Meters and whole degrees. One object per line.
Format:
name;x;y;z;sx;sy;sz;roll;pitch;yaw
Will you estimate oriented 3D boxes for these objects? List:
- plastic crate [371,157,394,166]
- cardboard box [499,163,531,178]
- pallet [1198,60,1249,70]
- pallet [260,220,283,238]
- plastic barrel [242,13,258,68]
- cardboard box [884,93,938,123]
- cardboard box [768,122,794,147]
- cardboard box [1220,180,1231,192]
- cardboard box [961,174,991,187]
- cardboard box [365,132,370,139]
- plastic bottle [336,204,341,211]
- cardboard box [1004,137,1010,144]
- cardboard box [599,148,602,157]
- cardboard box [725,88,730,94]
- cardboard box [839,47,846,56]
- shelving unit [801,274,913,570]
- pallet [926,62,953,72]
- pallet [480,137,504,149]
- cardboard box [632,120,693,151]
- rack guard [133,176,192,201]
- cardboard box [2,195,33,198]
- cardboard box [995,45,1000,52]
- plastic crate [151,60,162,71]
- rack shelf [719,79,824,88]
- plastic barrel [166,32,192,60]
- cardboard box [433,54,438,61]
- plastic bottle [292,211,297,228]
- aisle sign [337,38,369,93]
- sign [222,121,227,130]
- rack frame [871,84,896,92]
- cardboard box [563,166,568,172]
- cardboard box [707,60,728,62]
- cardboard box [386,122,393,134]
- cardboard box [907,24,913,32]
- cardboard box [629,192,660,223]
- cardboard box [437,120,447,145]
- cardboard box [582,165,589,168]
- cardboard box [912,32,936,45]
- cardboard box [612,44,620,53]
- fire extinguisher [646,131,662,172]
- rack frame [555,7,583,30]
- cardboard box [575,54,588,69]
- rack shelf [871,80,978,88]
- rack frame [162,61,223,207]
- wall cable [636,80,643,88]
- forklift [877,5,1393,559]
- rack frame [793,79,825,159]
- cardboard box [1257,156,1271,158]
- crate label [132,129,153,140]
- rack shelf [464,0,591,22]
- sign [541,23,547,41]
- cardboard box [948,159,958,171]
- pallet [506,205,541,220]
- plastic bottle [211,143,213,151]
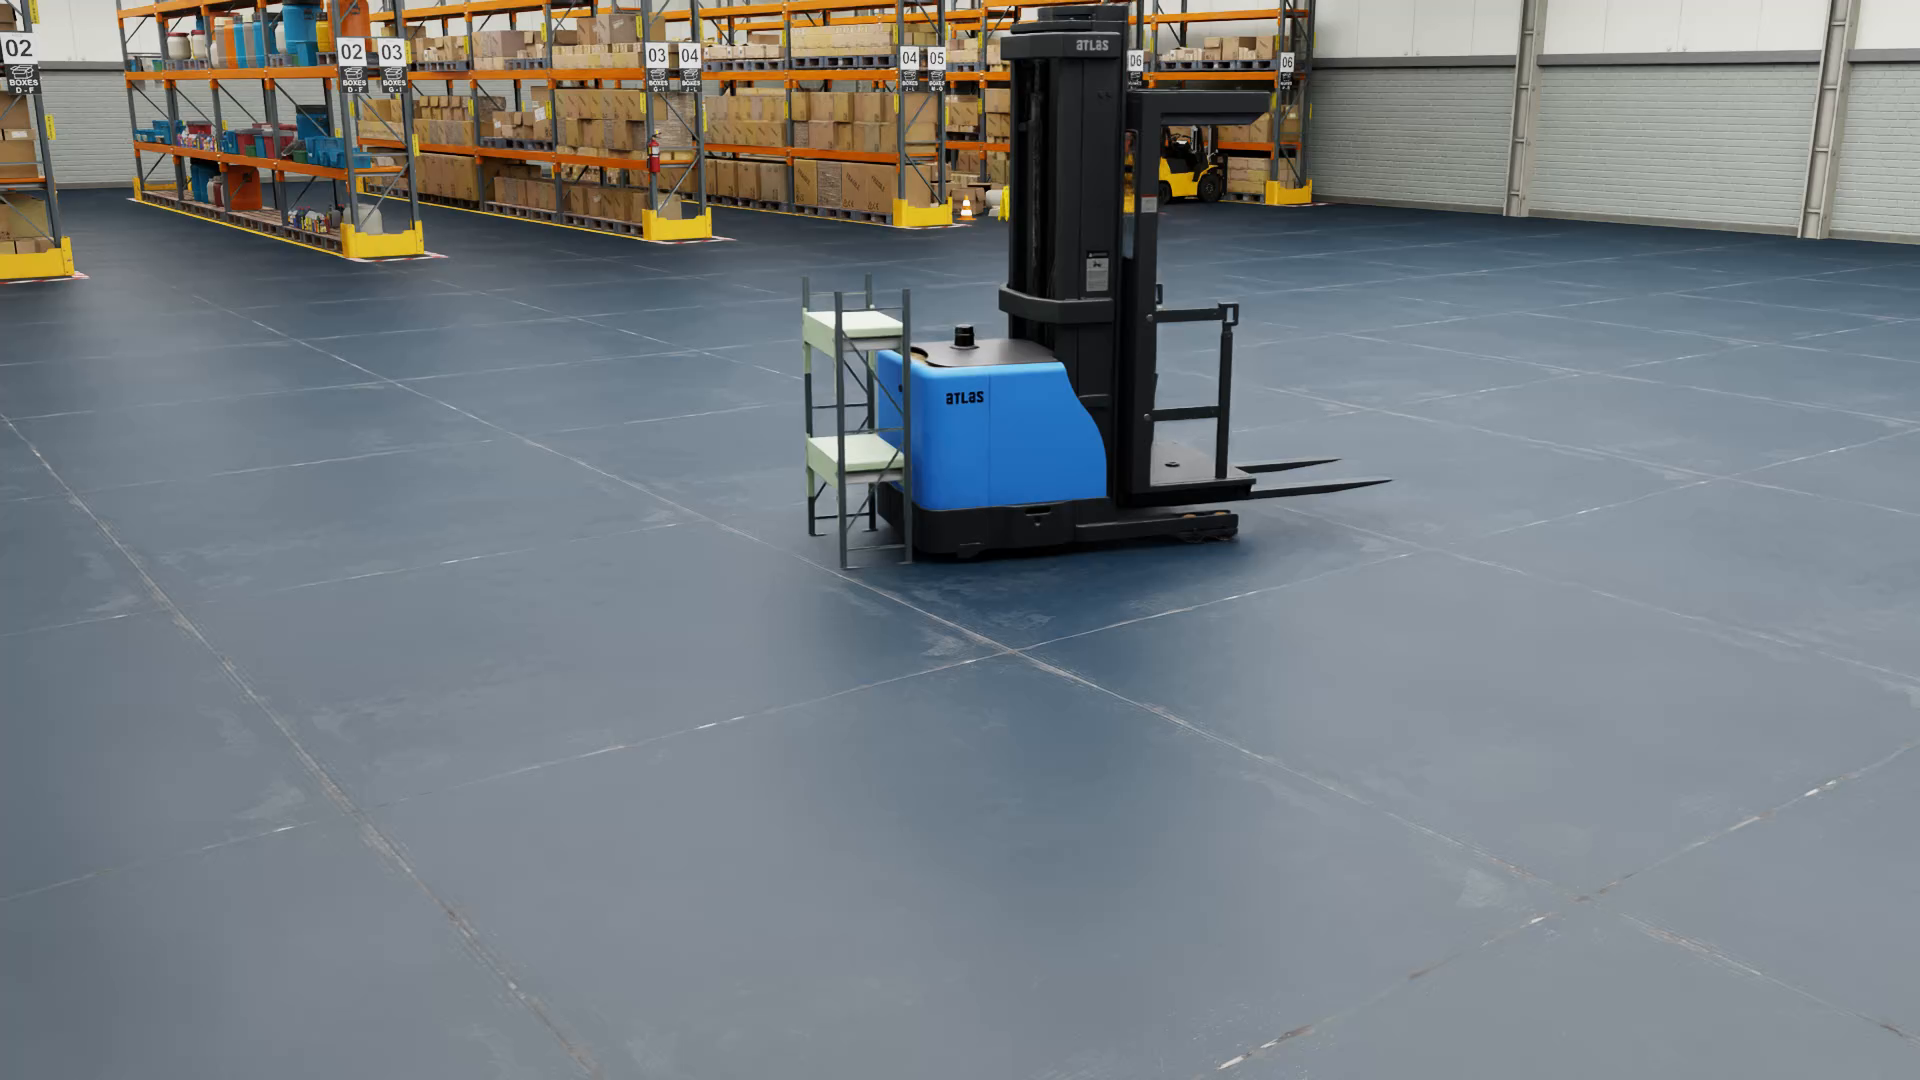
plastic crate;-9.051;-5.939;26.094;0.298;0.136;0.250;-11;19;-35
cardboard box;-9.065;-7.532;33.896;0.500;0.250;0.500;-10;18;-32
pallet;6.134;-10.724;37.560;1.003;0.211;1.213;-11;19;-35
pallet;-11.630;-5.496;29.258;1.003;0.211;1.213;-11;19;-35
plastic barrel;-11.996;-8.583;28.621;0.600;0.901;0.600;0;15;0
cardboard box;-0.894;-8.021;30.870;0.875;0.550;0.550;-11;19;-35
cardboard box;-3.582;-8.315;34.084;0.500;0.500;0.500;-11;19;-35
cardboard box;6.147;-8.047;37.709;0.500;0.250;0.500;-11;19;-34
cardboard box;0.575;-8.033;37.427;0.950;0.372;0.625;-11;19;-34
cardboard box;-13.942;-9.653;39.640;0.380;0.149;0.250;-11;19;-36
plastic bottle;-10.525;-5.521;28.252;0.144;0.351;0.185;-11;19;-36
cardboard box;1.182;-8.650;35.976;0.380;0.149;0.250;-11;19;-35
cardboard box;-6.171;-6.870;29.471;0.380;0.149;0.250;-11;19;-35
cardboard box;-6.186;-12.274;45.425;0.380;0.149;0.250;-10;18;-33
cardboard box;-2.073;-9.263;31.547;0.380;0.149;0.250;-11;19;-34
shelving unit;-0.572;-0.671;9.185;0.431;1.500;0.755;-5;16;-18
pallet;-0.004;-10.712;37.706;1.213;0.211;1.003;-11;19;-35
pallet;-8.978;-8.074;33.758;1.213;0.211;1.003;-11;19;-35
cardboard box;-5.080;-6.908;28.379;0.875;0.500;0.500;-11;19;-35
rack guard;-18.217;-8.039;38.002;1.175;0.500;0.348;-11;19;-35
cardboard box;-13.809;-4.765;24.297;0.500;0.500;0.500;-11;19;-35
cardboard box;0.983;-10.528;35.643;0.380;0.149;0.250;-10;18;-33
plastic crate;-16.634;-9.899;34.696;0.416;0.233;0.300;-11;19;-35
rack shelf;-4.995;-12.222;44.229;1.077;0.370;4.000;-11;19;-35
plastic barrel;-15.734;-9.951;33.518;0.433;0.535;0.433;0;15;0
cardboard box;-11.080;-10.344;35.684;0.380;0.149;0.250;-12;19;-37
plastic bottle;-11.092;-5.377;27.866;0.152;0.276;0.135;-10;18;-33
aisle sign;-8.983;-7.018;24.610;0.394;0.787;0.004;-11;19;-35
sign;-15.395;-8.606;34.814;0.100;0.325;0.005;-11;19;-35
rack frame;-2.158;-12.320;48.908;1.000;3.000;0.127;-11;19;-35
cardboard box;-10.015;-9.578;42.931;0.380;0.149;0.250;-10;18;-32
cardboard box;-5.532;-10.709;37.150;0.500;0.500;0.500;-11;19;-35
cardboard box;-12.913;-9.500;38.326;0.500;0.250;0.500;-10;18;-33
cardboard box;-0.793;-9.478;30.821;0.380;0.149;0.250;-11;19;-34
cardboard box;-5.512;-5.849;29.205;0.500;0.500;0.500;-6;16;-20
cardboard box;-10.868;-8.744;35.653;0.500;0.500;0.500;-10;18;-33
cardboard box;-9.292;-9.431;41.829;0.380;0.149;0.250;-11;19;-34
cardboard box;-0.784;-9.254;30.759;0.500;0.250;0.500;-11;19;-35
cardboard box;-5.669;-8.337;28.201;0.380;0.149;0.250;-11;19;-34
fire extinguisher;-5.084;-6.461;27.647;0.296;0.674;0.183;-11;19;-35
rack frame;-10.115;-13.653;42.412;1.000;3.000;0.127;-11;19;-35
cardboard box;-6.475;-8.467;29.432;0.500;0.250;0.500;-12;19;-37
rack shelf;-0.982;-12.993;47.047;1.077;0.370;4.000;-11;19;-35
rack frame;-15.841;-8.388;34.540;1.000;3.000;0.127;-11;19;-35
wall cable;-9.505;-13.255;50.338;0.585;1.953;0.123;-11;19;-35
forklift;1.083;-1.520;9.579;3.031;2.935;1.130;-5;16;-18
rack frame;-3.819;-10.695;42.969;1.000;3.000;0.127;-11;19;-35
cardboard box;6.824;-8.500;37.471;0.500;0.250;0.500;-11;19;-34
crate label;-18.314;-9.086;37.296;0.416;0.233;0.303;-11;19;-35
rack shelf;-8.307;-10.229;32.024;1.077;0.370;4.000;-11;19;-35
sign;-7.578;-9.248;30.274;0.100;0.325;0.005;-11;19;-35
cardboard box;-0.003;-10.550;46.736;0.500;0.311;0.500;-10;18;-33
pallet;-8.311;-6.530;33.035;1.003;0.211;1.213;-11;19;-35
plastic bottle;-14.261;-7.535;31.800;0.097;0.201;0.097;0;15;0
